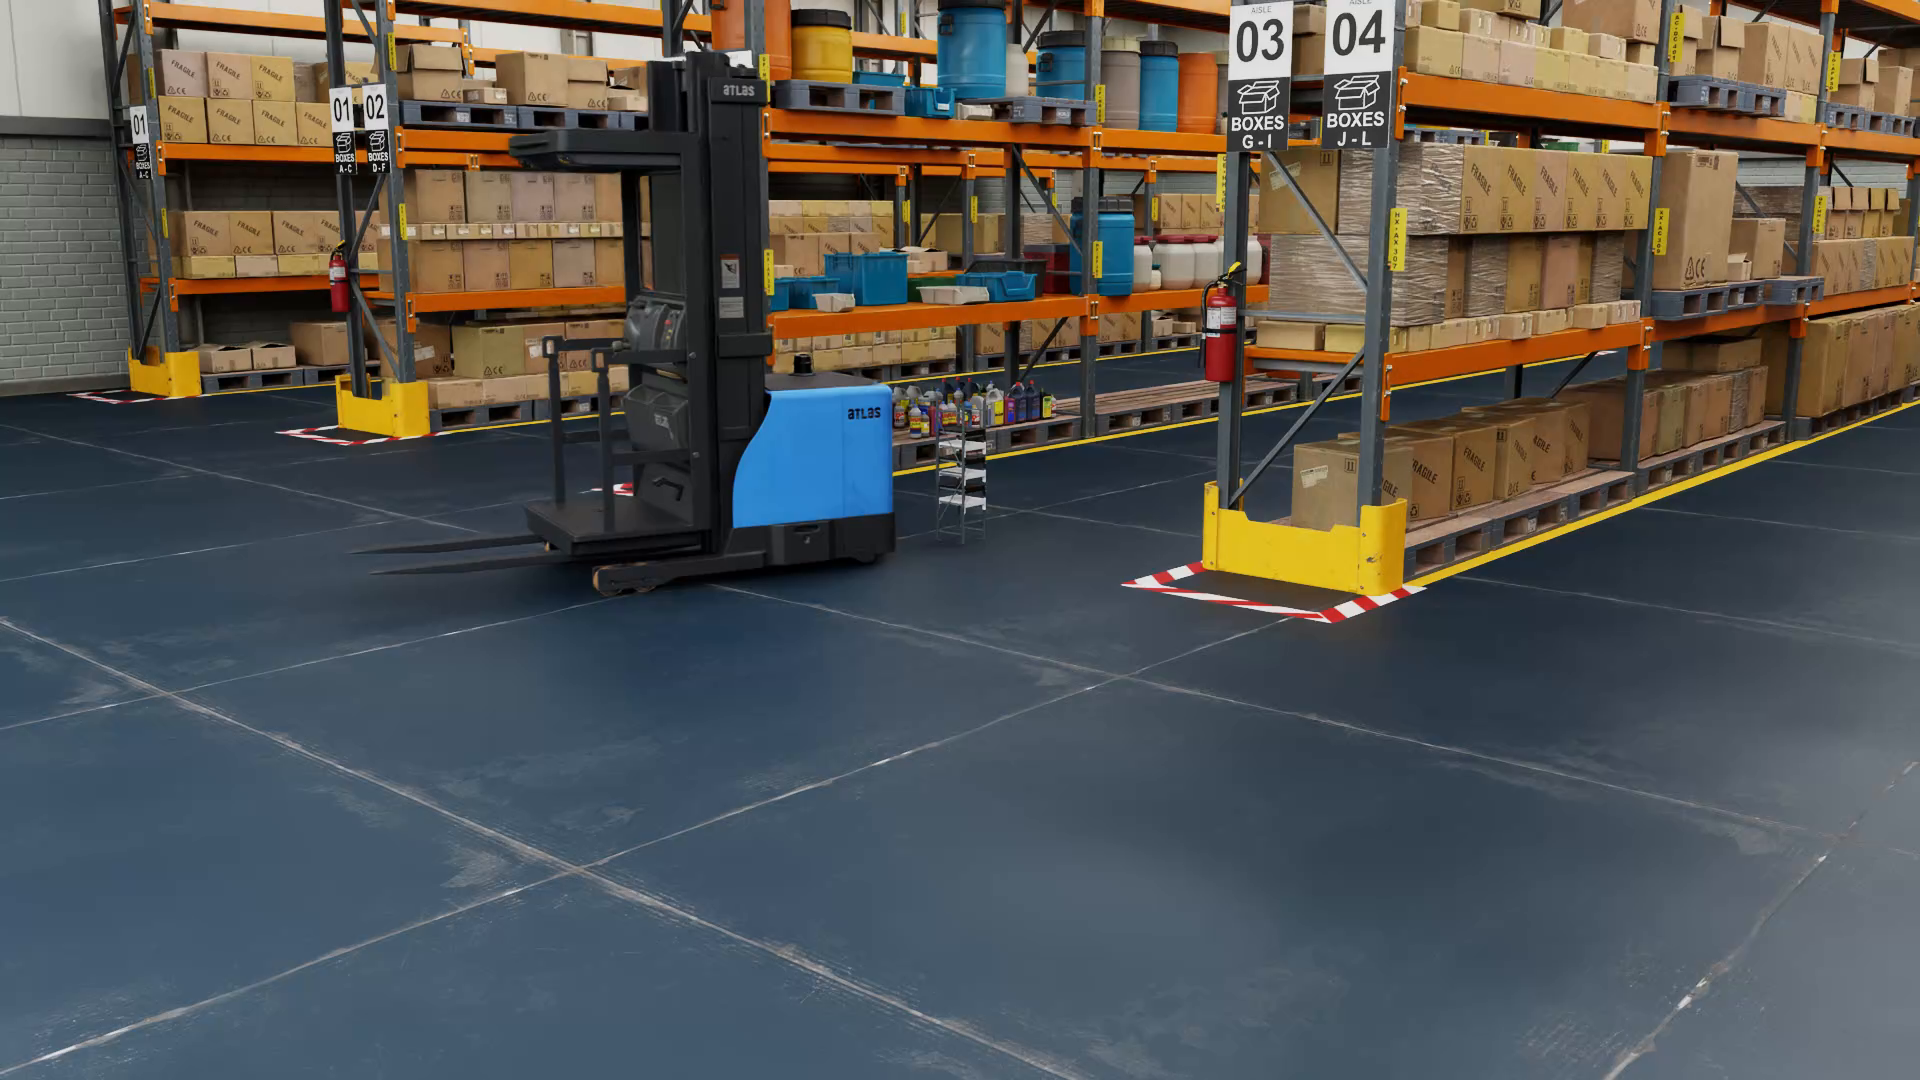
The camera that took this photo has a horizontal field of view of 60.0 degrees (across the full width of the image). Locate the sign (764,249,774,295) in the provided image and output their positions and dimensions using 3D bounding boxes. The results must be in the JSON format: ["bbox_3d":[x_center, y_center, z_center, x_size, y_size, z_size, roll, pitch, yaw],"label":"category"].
[{"bbox_3d":[-1.392,-1.950,12.111,0.100,0.325,0.005,10,15,40],"label":"sign"}]

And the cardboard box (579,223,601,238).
[{"bbox_3d":[-3.911,-3.189,17.108,0.380,0.149,0.250,10,15,42],"label":"cardboard box"}]

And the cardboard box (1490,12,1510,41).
[{"bbox_3d":[2.988,-2.994,9.751,0.380,0.149,0.250,10,15,40],"label":"cardboard box"}]

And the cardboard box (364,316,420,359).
[{"bbox_3d":[-7.259,-2.588,21.268,0.500,0.500,0.500,8,14,36],"label":"cardboard box"}]

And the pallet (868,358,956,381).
[{"bbox_3d":[-0.812,-2.221,21.291,1.003,0.211,1.213,10,15,40],"label":"pallet"}]

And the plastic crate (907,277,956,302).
[{"bbox_3d":[-0.270,-2.208,14.647,0.450,0.188,0.662,10,15,40],"label":"plastic crate"}]

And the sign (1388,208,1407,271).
[{"bbox_3d":[2.326,-1.600,8.855,0.100,0.325,0.005,10,15,40],"label":"sign"}]

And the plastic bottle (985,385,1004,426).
[{"bbox_3d":[0.290,-1.184,14.620,0.144,0.351,0.185,10,15,40],"label":"plastic bottle"}]

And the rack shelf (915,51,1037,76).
[{"bbox_3d":[1.080,-6.392,22.594,1.077,0.370,4.000,10,15,40],"label":"rack shelf"}]

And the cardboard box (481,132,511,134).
[{"bbox_3d":[-6.183,-5.552,21.863,0.500,0.500,0.500,-9,15,-39],"label":"cardboard box"}]

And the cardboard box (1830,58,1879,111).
[{"bbox_3d":[8.532,-4.454,16.357,0.797,0.503,0.637,10,15,40],"label":"cardboard box"}]

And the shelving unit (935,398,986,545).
[{"bbox_3d":[0.005,-0.442,10.629,0.258,0.900,0.210,10,15,40],"label":"shelving unit"}]

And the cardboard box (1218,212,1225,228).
[{"bbox_3d":[3.943,-5.093,25.743,0.500,0.500,0.500,10,15,42],"label":"cardboard box"}]

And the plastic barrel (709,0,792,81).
[{"bbox_3d":[-1.577,-3.862,12.560,0.600,0.830,0.708,10,15,40],"label":"plastic barrel"}]

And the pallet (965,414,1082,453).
[{"bbox_3d":[0.364,-1.014,15.249,1.003,0.211,1.213,10,15,40],"label":"pallet"}]

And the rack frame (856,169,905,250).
[{"bbox_3d":[-1.323,-4.933,27.750,1.000,3.000,0.127,10,15,40],"label":"rack frame"}]

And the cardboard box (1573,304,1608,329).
[{"bbox_3d":[4.174,-1.526,11.334,0.380,0.149,0.250,10,15,40],"label":"cardboard box"}]

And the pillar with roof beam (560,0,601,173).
[{"bbox_3d":[-2.237,-6.650,21.031,9.100,9.000,0.400,10,15,40],"label":"pillar with roof beam"}]

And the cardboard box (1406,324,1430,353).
[{"bbox_3d":[2.465,-1.168,9.543,0.380,0.149,0.250,10,15,40],"label":"cardboard box"}]

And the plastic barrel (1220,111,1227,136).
[{"bbox_3d":[2.814,-4.249,17.022,0.301,0.262,0.301,0,11,0],"label":"plastic barrel"}]

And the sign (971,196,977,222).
[{"bbox_3d":[0.179,-4.201,21.129,0.100,0.325,0.005,10,15,40],"label":"sign"}]

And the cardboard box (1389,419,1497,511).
[{"bbox_3d":[3.139,-0.498,10.855,0.500,0.500,0.500,-10,15,-42],"label":"cardboard box"}]

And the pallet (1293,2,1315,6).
[{"bbox_3d":[3.978,-5.819,18.372,1.213,0.211,1.003,10,15,40],"label":"pallet"}]

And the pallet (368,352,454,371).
[{"bbox_3d":[-7.020,-2.285,21.612,1.003,0.211,1.213,10,15,40],"label":"pallet"}]

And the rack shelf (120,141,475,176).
[{"bbox_3d":[-7.924,-4.580,20.160,1.077,0.370,4.000,10,15,40],"label":"rack shelf"}]

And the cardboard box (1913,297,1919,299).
[{"bbox_3d":[10.929,-2.395,19.395,0.875,0.875,0.875,10,15,40],"label":"cardboard box"}]

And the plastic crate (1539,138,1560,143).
[{"bbox_3d":[8.296,-5.627,23.899,0.497,0.269,0.590,10,15,40],"label":"plastic crate"}]

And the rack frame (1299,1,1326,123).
[{"bbox_3d":[3.479,-6.005,17.802,1.000,3.000,0.127,10,15,40],"label":"rack frame"}]

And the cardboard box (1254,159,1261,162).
[{"bbox_3d":[4.562,-6.097,26.303,0.500,0.250,0.500,10,15,40],"label":"cardboard box"}]

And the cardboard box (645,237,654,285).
[{"bbox_3d":[-3.512,-3.020,17.919,0.700,0.500,0.500,10,15,40],"label":"cardboard box"}]

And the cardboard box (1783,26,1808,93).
[{"bbox_3d":[6.742,-4.009,13.933,0.500,0.500,0.500,10,15,40],"label":"cardboard box"}]

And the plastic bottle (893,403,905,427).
[{"bbox_3d":[-0.535,-1.097,14.568,0.097,0.201,0.097,0,11,0],"label":"plastic bottle"}]

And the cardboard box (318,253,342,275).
[{"bbox_3d":[-7.675,-3.361,20.211,0.500,0.250,0.500,10,15,41],"label":"cardboard box"}]

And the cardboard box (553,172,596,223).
[{"bbox_3d":[-4.162,-3.513,17.076,0.700,0.500,0.500,10,15,40],"label":"cardboard box"}]

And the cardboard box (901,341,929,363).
[{"bbox_3d":[-0.741,-2.377,20.900,0.500,0.250,0.500,10,15,40],"label":"cardboard box"}]

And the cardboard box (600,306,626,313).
[{"bbox_3d":[-5.133,-3.084,23.752,0.700,0.500,0.500,10,15,40],"label":"cardboard box"}]

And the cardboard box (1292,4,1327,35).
[{"bbox_3d":[1.867,-2.920,9.379,0.380,0.149,0.250,10,15,40],"label":"cardboard box"}]

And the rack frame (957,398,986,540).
[{"bbox_3d":[0.072,-0.457,10.704,0.240,0.900,0.006,10,15,40],"label":"rack frame"}]

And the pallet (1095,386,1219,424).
[{"bbox_3d":[2.133,-1.408,17.223,1.003,0.211,1.213,10,15,40],"label":"pallet"}]

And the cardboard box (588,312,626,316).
[{"bbox_3d":[-3.746,-2.239,18.295,0.500,0.500,0.500,10,15,40],"label":"cardboard box"}]

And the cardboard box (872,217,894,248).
[{"bbox_3d":[-1.438,-5.037,27.205,0.500,0.500,0.500,9,15,39],"label":"cardboard box"}]

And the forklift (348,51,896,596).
[{"bbox_3d":[-1.930,-1.246,9.464,3.031,2.935,1.130,-6,13,-28],"label":"forklift"}]

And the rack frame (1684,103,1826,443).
[{"bbox_3d":[7.199,-2.423,15.184,1.000,3.000,0.127,10,15,40],"label":"rack frame"}]

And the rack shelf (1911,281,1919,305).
[{"bbox_3d":[11.160,-2.953,19.674,1.077,0.370,4.000,10,15,40],"label":"rack shelf"}]

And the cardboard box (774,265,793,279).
[{"bbox_3d":[-2.142,-3.097,19.198,0.380,0.149,0.250,10,15,40],"label":"cardboard box"}]

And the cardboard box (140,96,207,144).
[{"bbox_3d":[-8.836,-4.714,18.689,0.500,0.500,0.500,10,15,42],"label":"cardboard box"}]

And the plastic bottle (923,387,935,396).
[{"bbox_3d":[-0.271,-1.247,15.107,0.061,0.283,0.133,11,15,43],"label":"plastic bottle"}]

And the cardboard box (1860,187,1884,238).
[{"bbox_3d":[8.962,-3.358,17.048,0.797,0.503,0.637,10,15,41],"label":"cardboard box"}]

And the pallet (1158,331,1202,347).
[{"bbox_3d":[3.660,-3.206,26.227,1.003,0.211,1.213,10,15,40],"label":"pallet"}]

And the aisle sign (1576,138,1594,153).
[{"bbox_3d":[9.027,-5.488,23.892,0.394,0.787,0.004,10,15,40],"label":"aisle sign"}]

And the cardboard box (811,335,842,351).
[{"bbox_3d":[-1.745,-2.426,19.716,0.500,0.311,0.500,9,14,38],"label":"cardboard box"}]

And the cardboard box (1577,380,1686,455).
[{"bbox_3d":[5.309,-0.980,13.217,0.700,0.500,0.500,10,15,40],"label":"cardboard box"}]

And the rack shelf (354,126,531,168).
[{"bbox_3d":[-4.200,-3.940,16.956,1.077,0.370,4.000,10,15,40],"label":"rack shelf"}]

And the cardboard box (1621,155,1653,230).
[{"bbox_3d":[4.468,-2.418,11.591,0.500,0.500,0.500,10,15,40],"label":"cardboard box"}]

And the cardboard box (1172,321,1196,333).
[{"bbox_3d":[3.404,-3.281,25.593,0.380,0.166,0.250,10,15,40],"label":"cardboard box"}]
